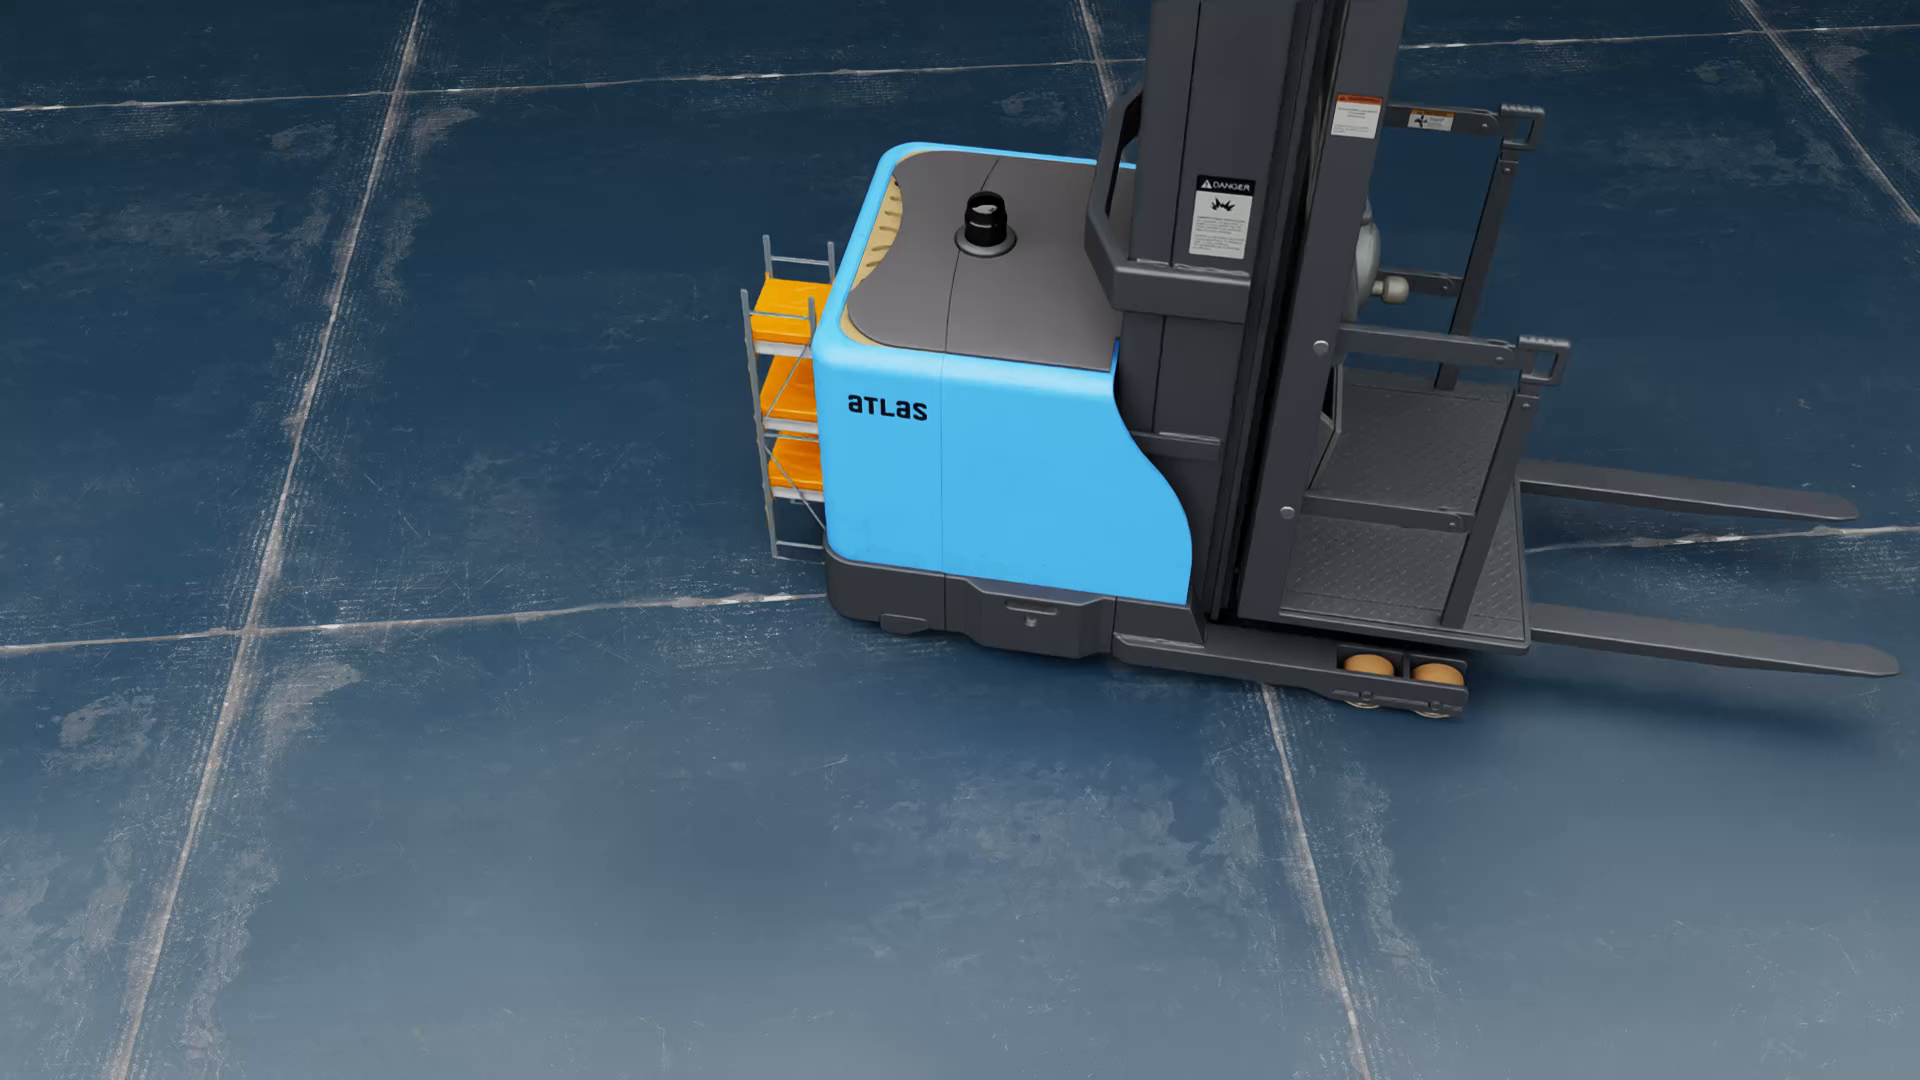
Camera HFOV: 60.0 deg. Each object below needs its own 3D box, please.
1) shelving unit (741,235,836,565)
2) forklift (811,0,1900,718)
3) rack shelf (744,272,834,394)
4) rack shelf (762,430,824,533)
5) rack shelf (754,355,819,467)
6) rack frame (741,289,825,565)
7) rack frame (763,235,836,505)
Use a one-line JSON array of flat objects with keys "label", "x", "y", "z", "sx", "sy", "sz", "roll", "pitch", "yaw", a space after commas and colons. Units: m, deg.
[{"label": "shelving unit", "x": -0.466, "y": -0.382, "z": 4.889, "sx": 0.215, "sy": 1.050, "sz": 0.252, "roll": 7, "pitch": 47, "yaw": 6}, {"label": "forklift", "x": 1.168, "y": -0.919, "z": 4.101, "sx": 3.031, "sy": 2.935, "sz": 1.130, "roll": 7, "pitch": 47, "yaw": 7}, {"label": "rack shelf", "x": -0.466, "y": -0.570, "z": 4.690, "sx": 0.215, "sy": 0.259, "sz": 0.240, "roll": 7, "pitch": 47, "yaw": 6}, {"label": "rack shelf", "x": -0.466, "y": -0.183, "z": 5.098, "sx": 0.215, "sy": 0.259, "sz": 0.240, "roll": 7, "pitch": 47, "yaw": 6}, {"label": "rack shelf", "x": -0.466, "y": -0.375, "z": 4.896, "sx": 0.215, "sy": 0.259, "sz": 0.240, "roll": 7, "pitch": 47, "yaw": 6}, {"label": "rack frame", "x": -0.486, "y": -0.294, "z": 4.806, "sx": 0.200, "sy": 1.050, "sz": 0.008, "roll": 7, "pitch": 47, "yaw": 6}, {"label": "rack frame", "x": -0.447, "y": -0.469, "z": 4.971, "sx": 0.200, "sy": 1.050, "sz": 0.008, "roll": 7, "pitch": 47, "yaw": 6}]
